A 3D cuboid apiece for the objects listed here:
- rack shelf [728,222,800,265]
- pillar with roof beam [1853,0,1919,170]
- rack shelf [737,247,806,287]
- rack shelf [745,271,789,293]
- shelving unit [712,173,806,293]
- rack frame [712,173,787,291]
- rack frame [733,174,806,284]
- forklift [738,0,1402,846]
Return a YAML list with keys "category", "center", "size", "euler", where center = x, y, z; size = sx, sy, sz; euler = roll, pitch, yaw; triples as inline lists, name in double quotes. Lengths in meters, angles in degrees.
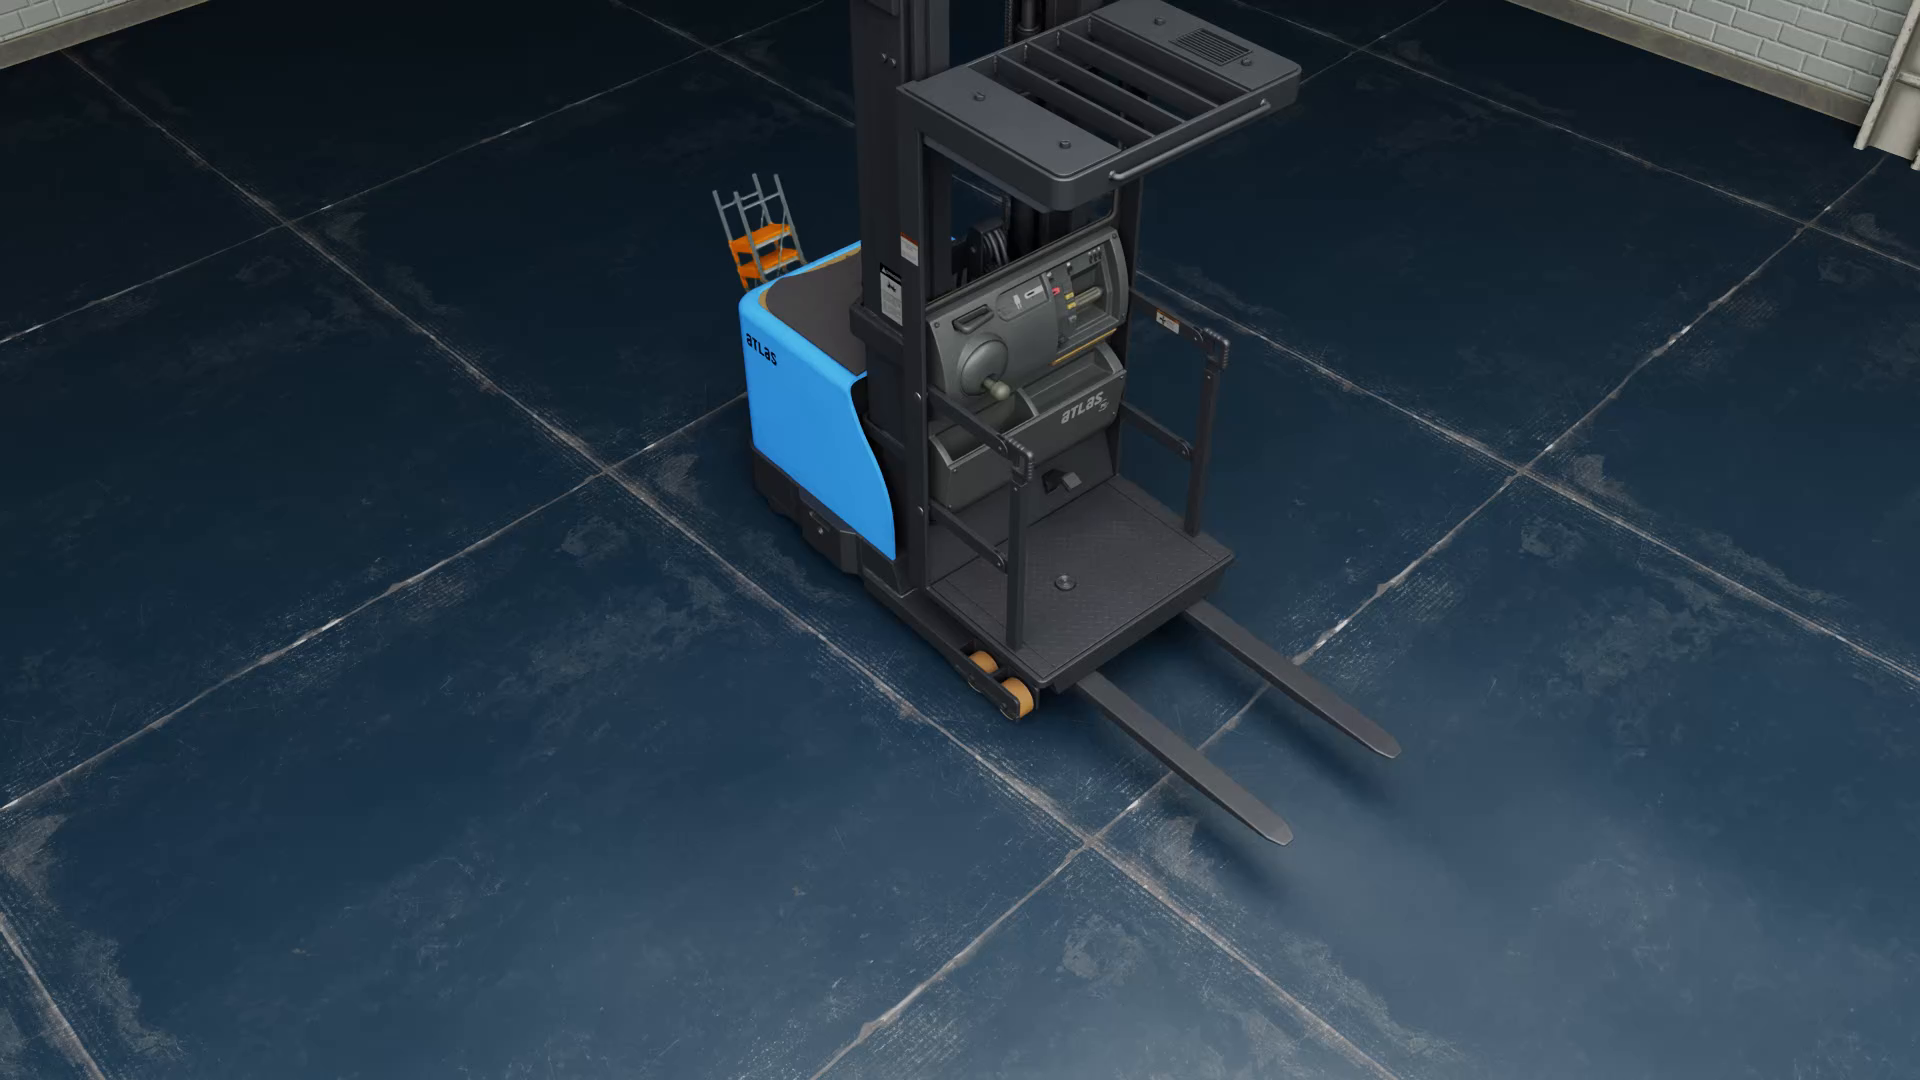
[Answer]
- category: "rack shelf"
  center: [-0.886, -1.343, 7.521]
  size: [0.258, 0.103, 0.180]
  euler: [-31, 28, -29]
- category: "pillar with roof beam"
  center: [2.516, -3.563, 4.593]
  size: [9.100, 9.000, 0.400]
  euler: [-34, 53, -31]
- category: "rack shelf"
  center: [-0.855, -1.238, 7.571]
  size: [0.258, 0.103, 0.180]
  euler: [-31, 28, -29]
- category: "rack shelf"
  center: [-0.824, -1.134, 7.621]
  size: [0.258, 0.103, 0.180]
  euler: [-31, 28, -29]
- category: "shelving unit"
  center: [-0.804, -1.068, 7.652]
  size: [0.258, 1.200, 0.189]
  euler: [-31, 28, -29]
- category: "rack frame"
  center: [-0.861, -1.084, 7.722]
  size: [0.240, 1.200, 0.006]
  euler: [-31, 28, -29]
- category: "rack frame"
  center: [-0.748, -1.051, 7.582]
  size: [0.240, 1.200, 0.006]
  euler: [-31, 28, -29]
- category: "forklift"
  center: [0.407, -0.757, 6.027]
  size: [1.130, 2.935, 3.031]
  euler: [-30, 51, -29]
